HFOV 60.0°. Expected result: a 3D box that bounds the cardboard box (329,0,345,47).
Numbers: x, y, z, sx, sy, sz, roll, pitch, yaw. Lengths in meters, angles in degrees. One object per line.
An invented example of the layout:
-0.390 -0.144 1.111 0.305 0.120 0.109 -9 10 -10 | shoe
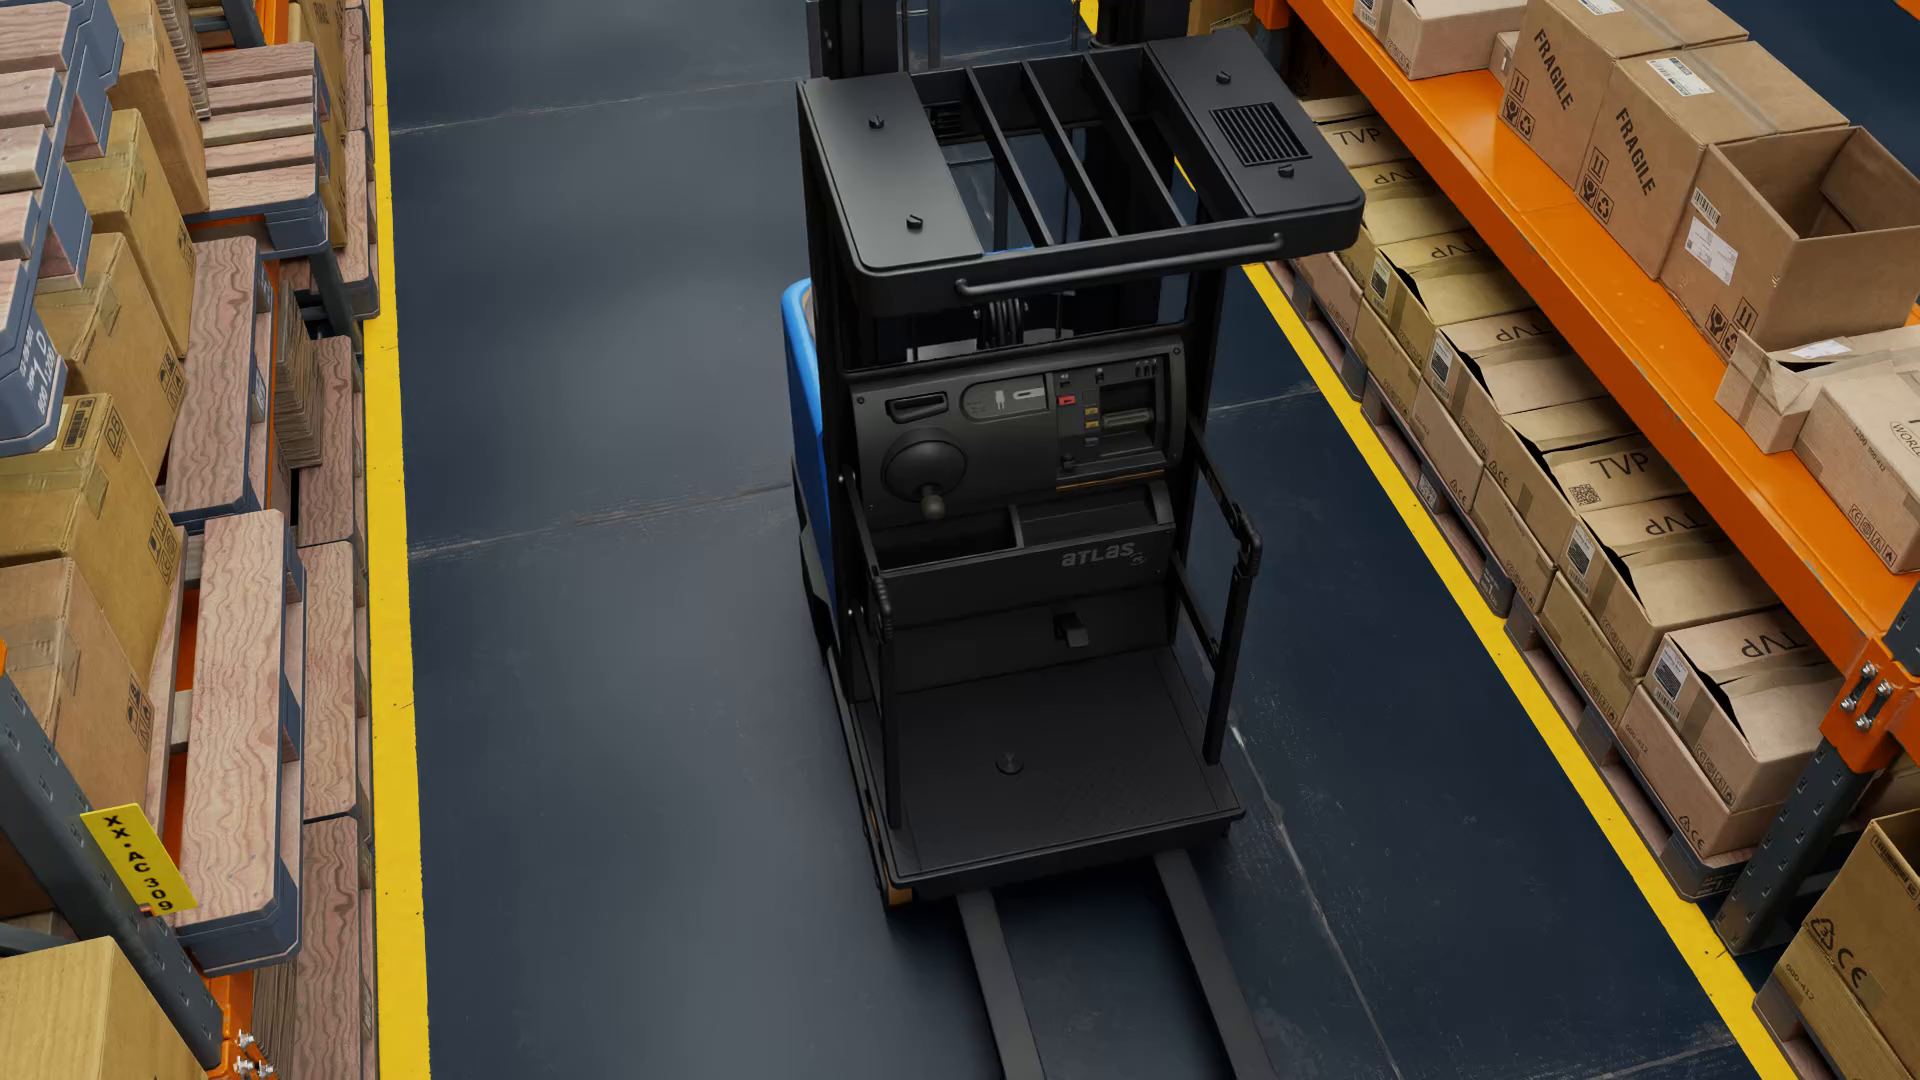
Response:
-3.517 -2.894 8.197 0.750 0.750 0.750 -9 46 -9 | cardboard box

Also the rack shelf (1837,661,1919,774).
3.309 1.710 2.978 1.077 0.370 4.000 -11 47 -10 | rack shelf

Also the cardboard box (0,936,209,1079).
-1.571 1.038 2.698 0.500 0.500 0.500 -11 47 -10 | cardboard box

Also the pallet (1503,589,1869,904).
2.570 0.552 5.561 1.003 0.211 1.213 -11 47 -10 | pallet

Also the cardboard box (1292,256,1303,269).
1.623 -1.454 7.206 0.500 0.250 0.500 -11 47 -10 | cardboard box

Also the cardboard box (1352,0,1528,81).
1.814 -2.000 6.172 0.500 0.311 0.500 -11 47 -11 | cardboard box

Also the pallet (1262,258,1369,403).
1.946 -1.133 7.212 1.003 0.211 1.213 -11 47 -10 | pallet

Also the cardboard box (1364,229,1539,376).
1.894 -0.936 6.306 0.500 0.311 0.500 -12 47 -11 | cardboard box

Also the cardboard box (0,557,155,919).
-2.088 0.439 3.342 0.700 0.500 0.500 -11 47 -10 | cardboard box

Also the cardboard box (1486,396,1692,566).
2.151 -0.234 5.617 0.500 0.311 0.500 -11 47 -10 | cardboard box

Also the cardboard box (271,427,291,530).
-2.761 -0.191 5.779 0.700 0.500 0.500 -11 47 -10 | cardboard box

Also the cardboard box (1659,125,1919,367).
2.481 -0.855 4.917 0.500 0.500 0.500 -8 46 -7 | cardboard box

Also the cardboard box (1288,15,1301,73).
1.793 -2.690 8.229 0.500 0.500 0.500 -12 47 -12 | cardboard box

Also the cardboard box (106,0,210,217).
-2.716 -1.261 5.008 0.700 0.500 0.500 -15 47 -14 | cardboard box

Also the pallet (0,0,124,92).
-2.315 -1.160 3.318 1.213 0.211 1.003 -11 47 -10 | pallet

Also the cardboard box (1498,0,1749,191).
2.218 -1.564 5.612 0.500 0.500 0.500 -13 47 -12 | cardboard box

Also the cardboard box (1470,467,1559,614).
2.151 -0.043 5.823 0.500 0.250 0.500 -10 46 -9 | cardboard box

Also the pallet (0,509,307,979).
-2.046 0.498 3.796 1.003 0.211 1.213 -11 47 -10 | pallet

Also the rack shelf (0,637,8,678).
-2.503 -1.193 3.723 1.077 0.370 4.000 -11 47 -10 | rack shelf

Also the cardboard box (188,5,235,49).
-2.876 -1.965 6.237 0.380 0.149 0.250 -11 47 -11 | cardboard box

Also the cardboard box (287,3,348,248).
-3.077 -1.702 7.029 0.750 0.750 0.750 -11 47 -11 | cardboard box

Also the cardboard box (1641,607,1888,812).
2.416 0.469 4.928 0.500 0.311 0.500 -11 47 -10 | cardboard box

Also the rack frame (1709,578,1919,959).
2.797 0.077 4.074 1.000 3.000 0.127 -11 47 -10 | rack frame

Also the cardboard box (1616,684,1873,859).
2.410 0.659 5.135 0.500 0.250 0.500 -11 47 -11 | cardboard box

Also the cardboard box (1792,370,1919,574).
2.628 -0.202 4.453 0.500 0.250 0.500 -8 46 -8 | cardboard box

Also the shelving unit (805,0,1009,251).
-0.205 -1.147 6.324 0.587 1.500 1.083 -10 46 -9 | shelving unit

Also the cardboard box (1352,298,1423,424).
1.891 -0.749 6.515 0.500 0.250 0.500 -12 47 -11 | cardboard box

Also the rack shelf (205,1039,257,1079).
-1.479 2.618 2.088 1.077 0.370 4.000 -11 47 -10 | rack shelf

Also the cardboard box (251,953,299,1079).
-2.196 1.201 4.415 0.700 0.500 0.500 -9 46 -9 | cardboard box

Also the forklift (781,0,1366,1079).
0.223 -0.207 4.400 1.130 2.935 3.031 -10 46 -9 | forklift

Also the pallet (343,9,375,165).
-3.453 -2.199 8.257 1.003 0.211 1.213 -11 47 -10 | pallet

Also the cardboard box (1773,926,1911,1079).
2.622 1.268 4.538 0.500 0.250 0.500 -11 47 -10 | cardboard box

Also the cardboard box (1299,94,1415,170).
1.623 -1.650 7.005 0.500 0.311 0.500 -9 46 -9 | cardboard box

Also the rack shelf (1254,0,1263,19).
1.260 -3.813 8.391 1.077 0.370 4.000 -11 47 -10 | rack shelf

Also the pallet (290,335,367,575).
-2.817 -0.260 6.357 1.003 0.211 1.213 -11 47 -10 | pallet

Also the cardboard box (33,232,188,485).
-2.423 -0.397 4.161 0.700 0.500 0.500 -5 46 -5 | cardboard box

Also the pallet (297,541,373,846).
-2.508 0.580 5.533 1.003 0.211 1.213 -11 47 -10 | pallet

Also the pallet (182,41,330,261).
-2.730 -1.236 5.496 1.213 0.211 1.003 -11 47 -10 | pallet

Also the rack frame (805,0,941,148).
-0.322 -1.494 6.664 0.500 1.500 0.032 -10 46 -9 | rack frame
